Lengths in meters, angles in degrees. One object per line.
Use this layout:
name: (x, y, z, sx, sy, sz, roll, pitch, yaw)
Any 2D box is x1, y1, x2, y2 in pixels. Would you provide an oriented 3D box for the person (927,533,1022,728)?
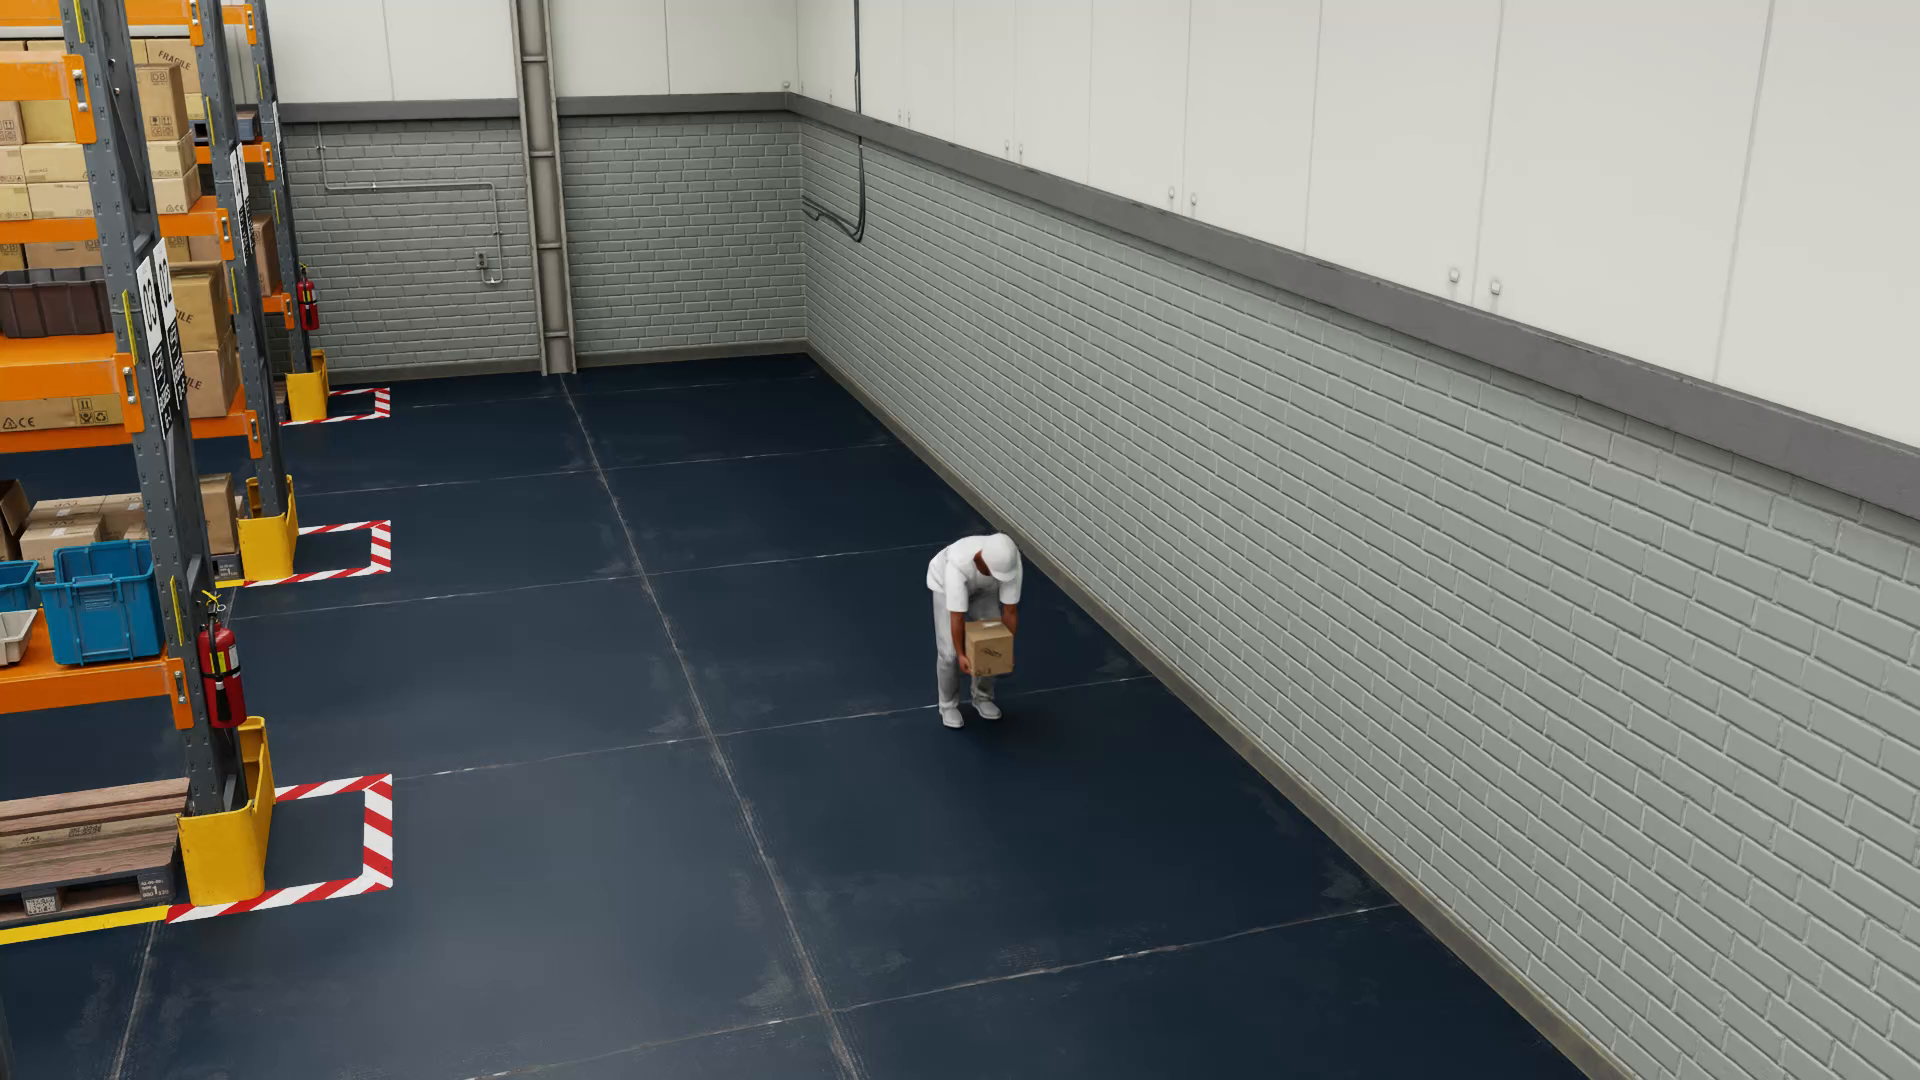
person: (0.118, 0.513, 10.137, 0.489, 1.377, 0.897, -7, 20, -19)
